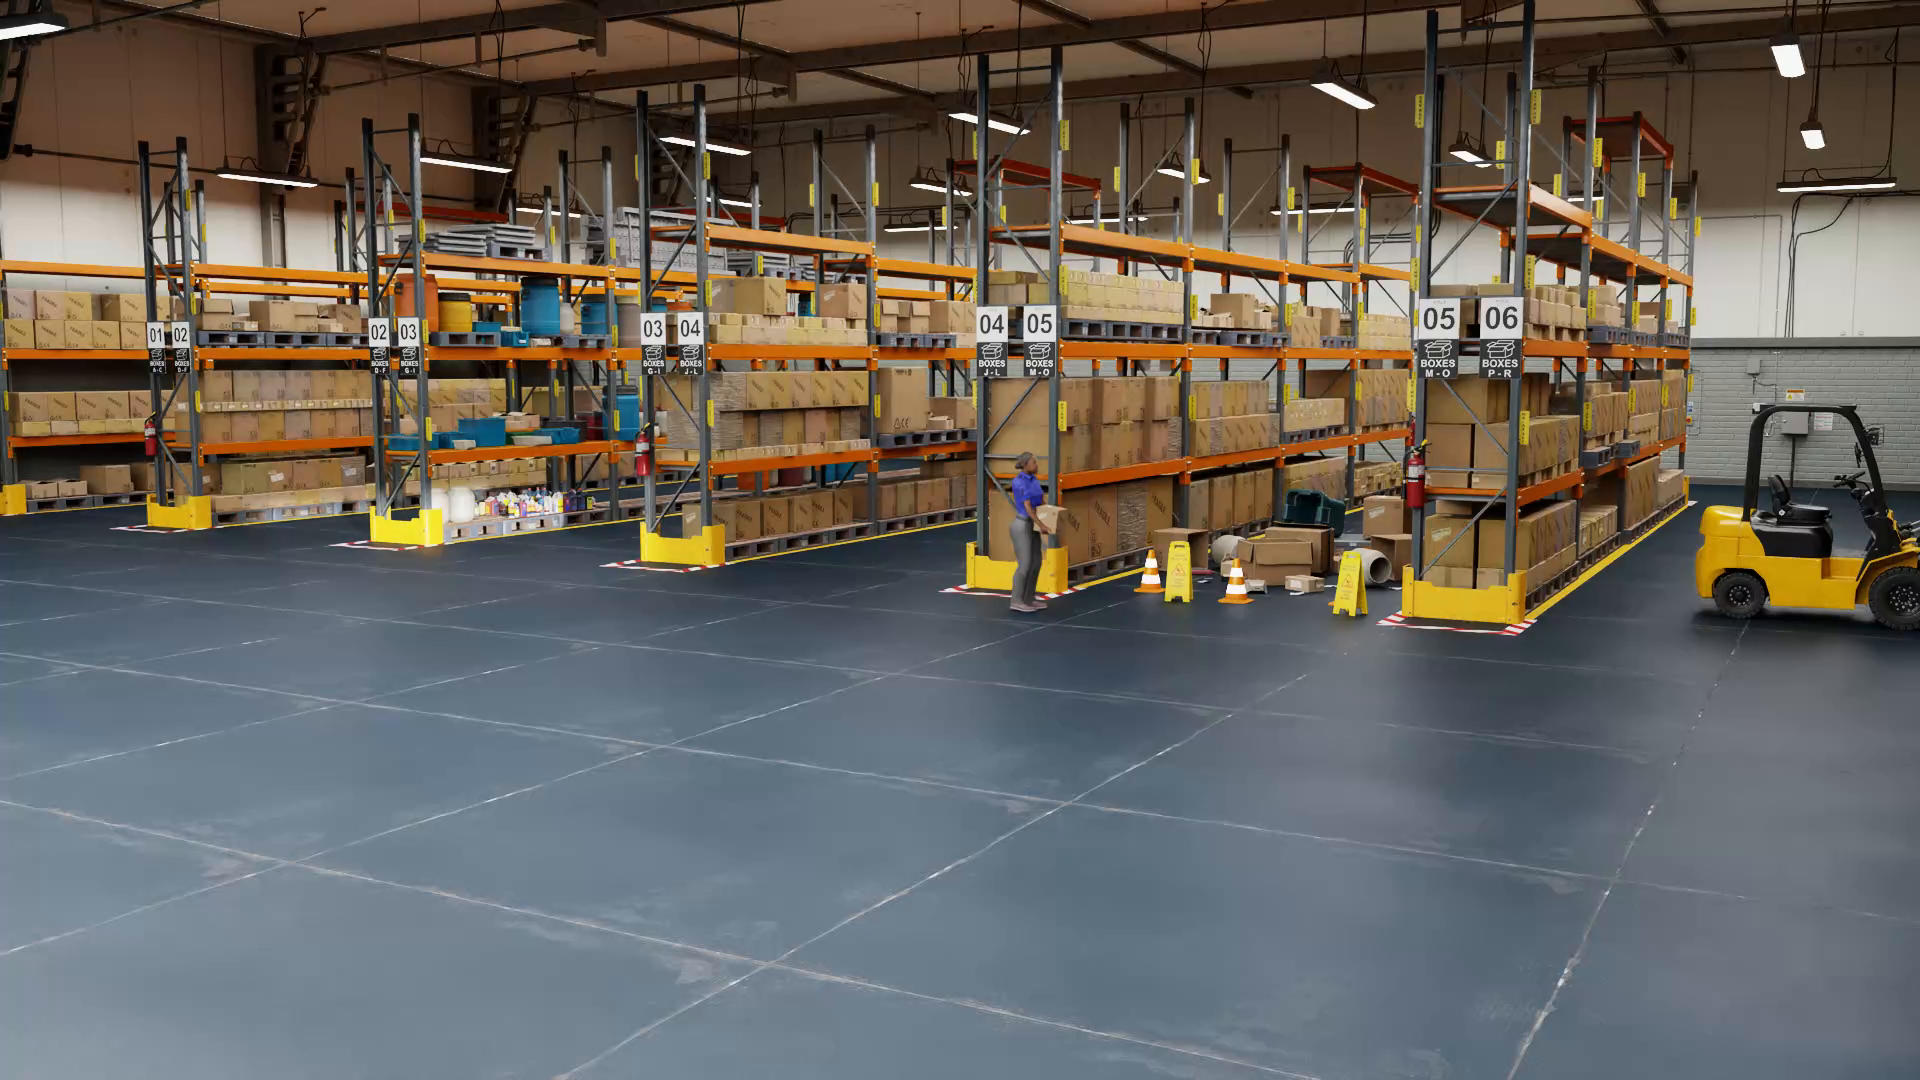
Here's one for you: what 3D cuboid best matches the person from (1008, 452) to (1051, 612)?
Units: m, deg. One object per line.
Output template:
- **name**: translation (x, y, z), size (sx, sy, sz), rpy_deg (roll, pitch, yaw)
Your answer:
- **person**: translation (0.780, -0.087, 17.264), size (0.506, 1.656, 0.423), rpy_deg (3, 7, 28)
